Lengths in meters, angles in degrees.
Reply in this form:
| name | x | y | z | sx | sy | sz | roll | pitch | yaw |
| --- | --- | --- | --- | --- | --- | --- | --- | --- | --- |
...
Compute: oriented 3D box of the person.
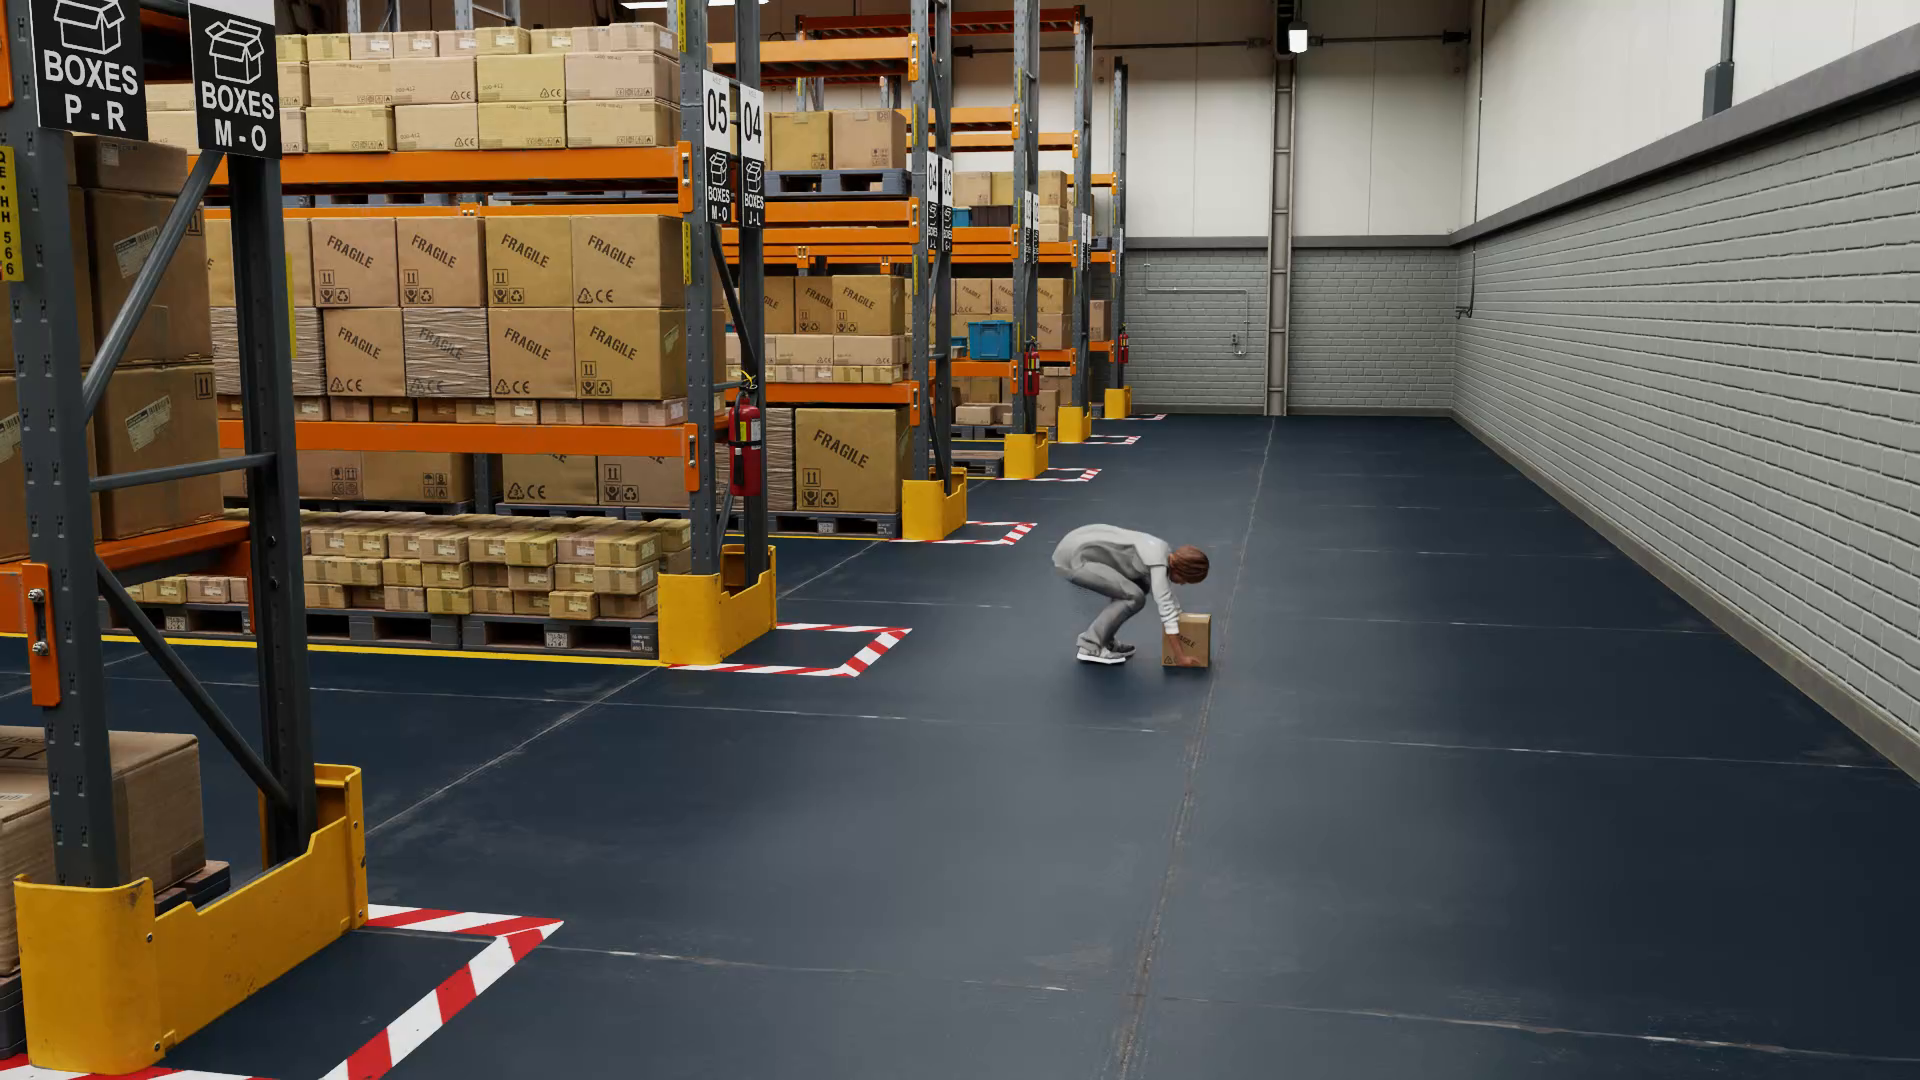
| name | x | y | z | sx | sy | sz | roll | pitch | yaw |
| --- | --- | --- | --- | --- | --- | --- | --- | --- | --- |
| person | 0.945 | 0.307 | 9.251 | 0.871 | 0.779 | 0.422 | 1 | 8 | 9 |
